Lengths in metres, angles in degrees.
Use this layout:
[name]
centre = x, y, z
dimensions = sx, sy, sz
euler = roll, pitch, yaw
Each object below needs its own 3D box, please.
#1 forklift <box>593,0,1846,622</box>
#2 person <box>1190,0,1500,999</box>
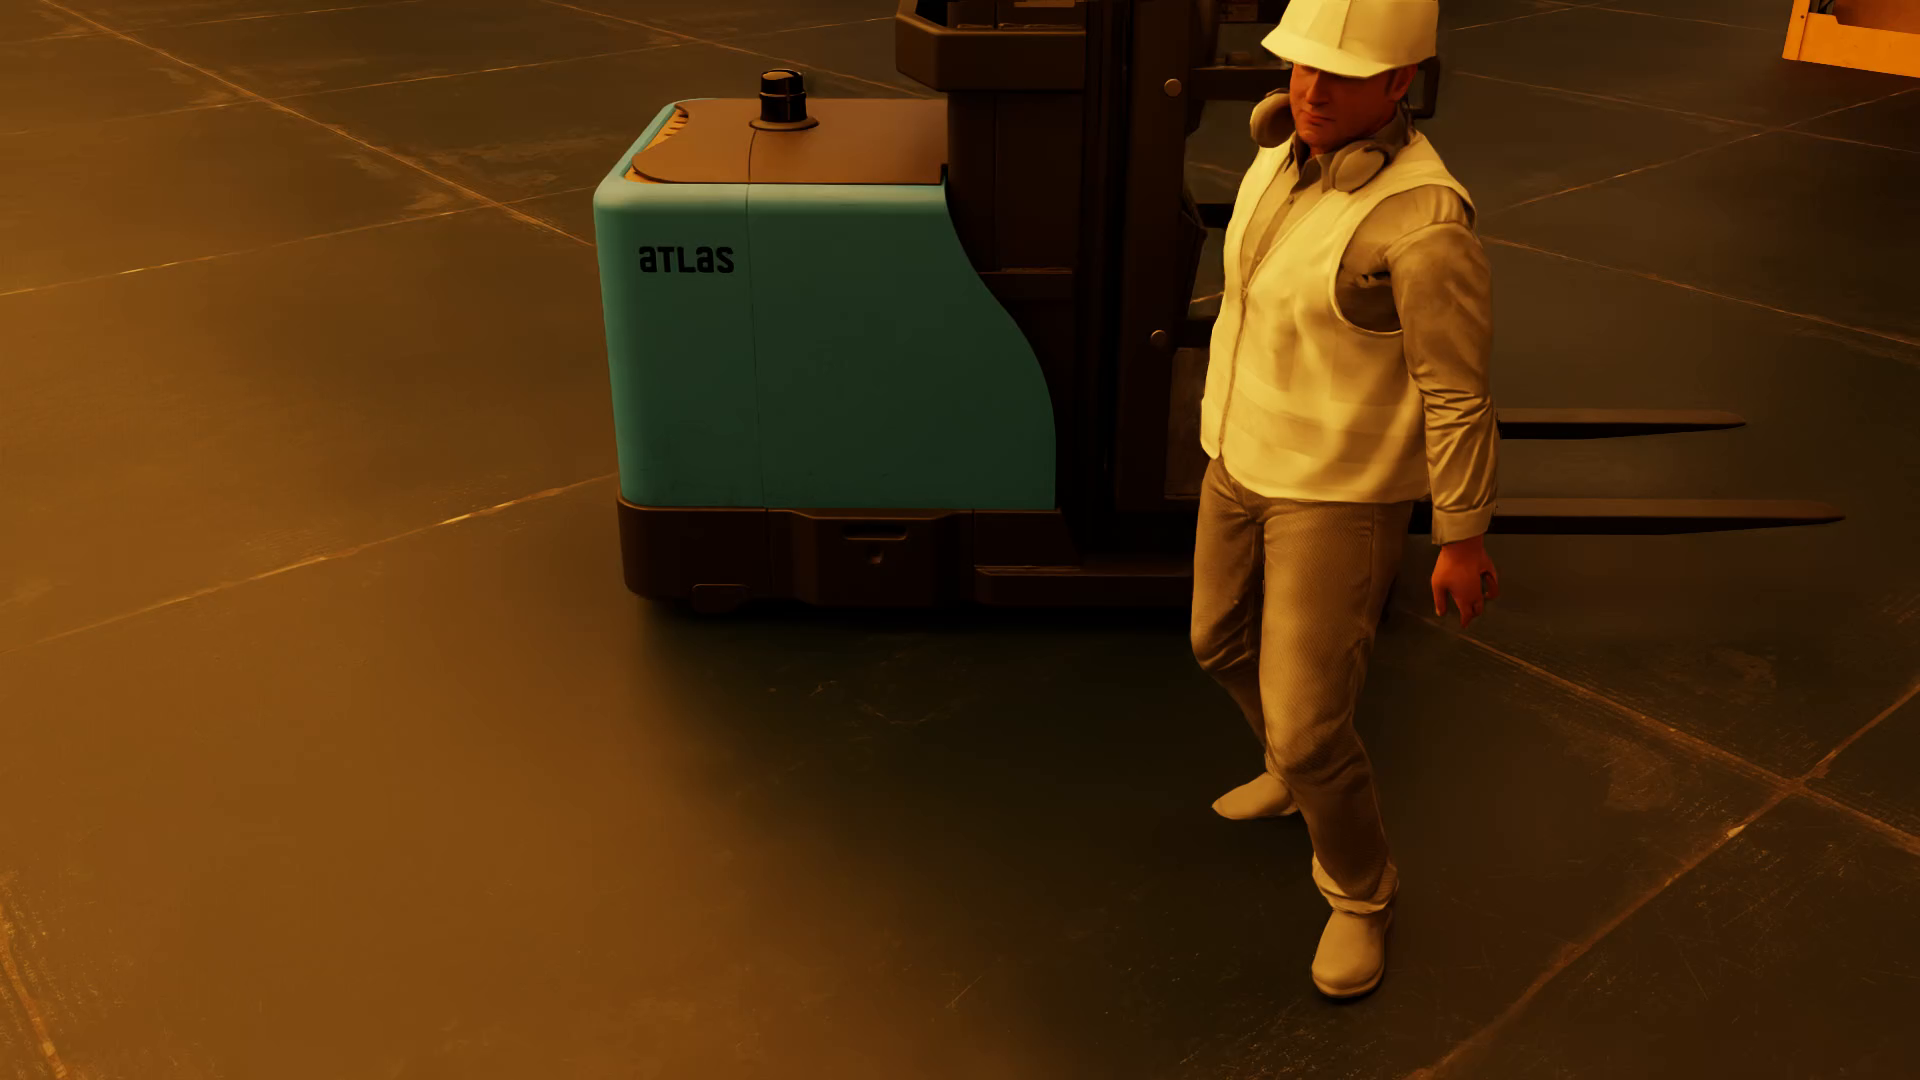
[forklift]
centre = 0.687, -1.329, 3.882
dimensions = 3.031, 2.935, 1.130
euler = 0, 26, 1
[person]
centre = 0.625, -0.137, 2.893
dimensions = 0.472, 1.748, 0.852
euler = -8, 28, -17
